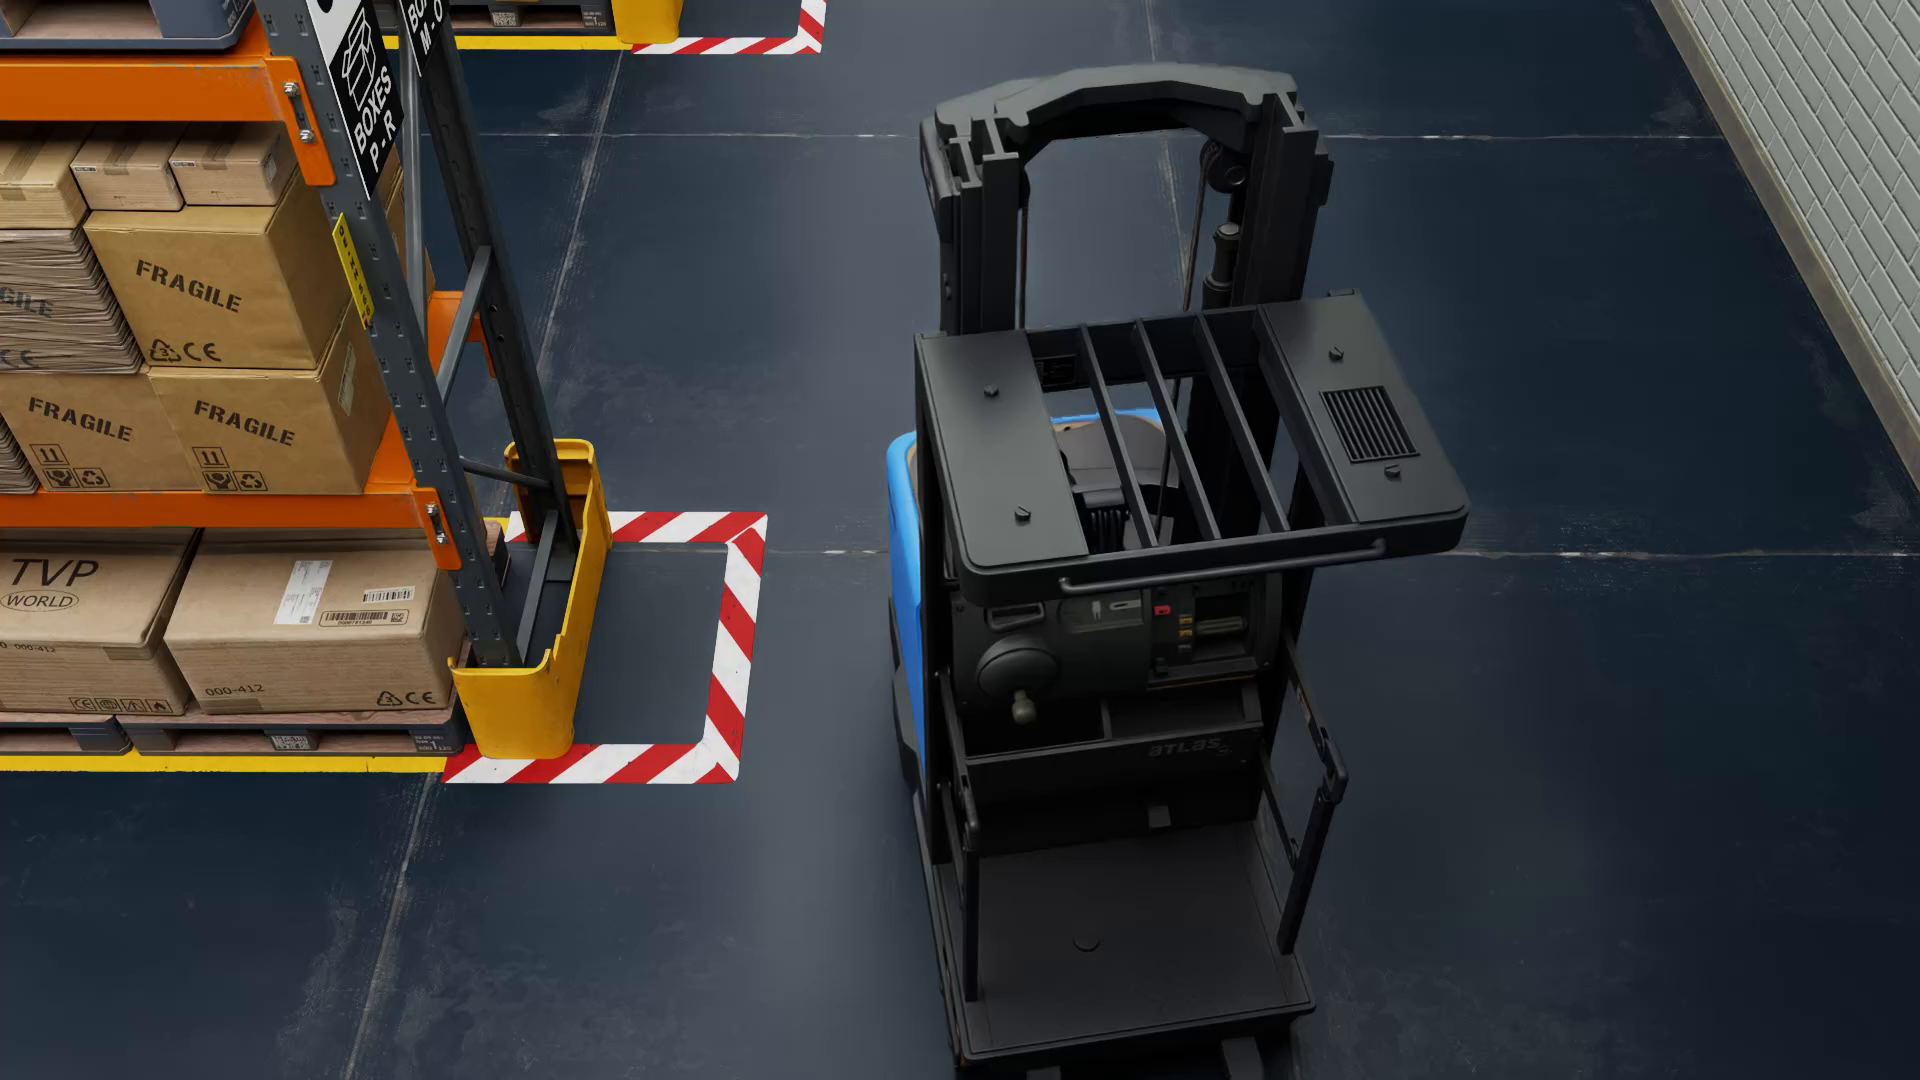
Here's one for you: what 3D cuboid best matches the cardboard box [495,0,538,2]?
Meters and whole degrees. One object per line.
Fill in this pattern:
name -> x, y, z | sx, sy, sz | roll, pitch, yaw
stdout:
cardboard box -> -2.492, -3.219, 9.438 | 0.250, 0.149, 0.380 | 1, 47, 1

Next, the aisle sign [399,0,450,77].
aisle sign -> -1.551, -1.746, 4.631 | 0.004, 0.787, 0.394 | 0, 47, 0

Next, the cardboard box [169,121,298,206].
cardboard box -> -1.984, -1.098, 4.609 | 0.250, 0.149, 0.380 | 1, 47, 1

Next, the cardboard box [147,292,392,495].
cardboard box -> -2.108, -0.490, 5.169 | 0.500, 0.500, 0.500 | 0, 47, 0

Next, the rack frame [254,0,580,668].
rack frame -> -1.625, -0.648, 5.385 | 0.127, 3.000, 1.000 | 0, 47, 0

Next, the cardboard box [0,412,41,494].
cardboard box -> -3.124, -0.496, 5.175 | 0.500, 0.500, 0.500 | 1, 47, 1

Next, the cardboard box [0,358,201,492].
cardboard box -> -2.610, -0.502, 5.181 | 0.500, 0.500, 0.500 | -1, 47, -1

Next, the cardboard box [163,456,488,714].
cardboard box -> -2.285, 0.153, 6.103 | 0.875, 0.438, 0.875 | -1, 47, -1

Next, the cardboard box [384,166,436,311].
cardboard box -> -2.103, -0.894, 5.545 | 0.500, 0.500, 0.500 | 0, 47, 0

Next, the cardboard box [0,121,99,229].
cardboard box -> -2.497, -1.020, 4.537 | 0.250, 0.149, 0.380 | 0, 47, 0

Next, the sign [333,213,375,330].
sign -> -1.640, -0.726, 4.505 | 0.005, 0.325, 0.100 | 0, 47, 0

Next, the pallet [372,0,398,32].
pallet -> -3.812, -3.355, 9.810 | 1.213, 0.211, 1.003 | 0, 47, 0

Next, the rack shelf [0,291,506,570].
rack shelf -> -3.625, -0.408, 5.653 | 4.000, 0.370, 1.077 | 0, 47, 0

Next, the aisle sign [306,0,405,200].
aisle sign -> -1.554, -1.307, 4.222 | 0.004, 0.787, 0.394 | 0, 47, 0

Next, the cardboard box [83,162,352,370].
cardboard box -> -2.107, -0.850, 4.821 | 0.500, 0.500, 0.500 | 2, 47, 1

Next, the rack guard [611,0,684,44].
rack guard -> -1.783, -3.420, 9.673 | 0.348, 0.500, 1.175 | 0, 47, 0

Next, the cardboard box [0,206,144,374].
cardboard box -> -2.630, -0.830, 4.803 | 0.500, 0.500, 0.500 | 0, 47, 0

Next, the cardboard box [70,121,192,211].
cardboard box -> -2.238, -1.081, 4.594 | 0.250, 0.149, 0.380 | 1, 47, 1

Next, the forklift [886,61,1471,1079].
forklift -> 0.475, 0.376, 4.478 | 1.130, 2.935, 3.031 | -7, 47, -6

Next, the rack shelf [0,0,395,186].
rack shelf -> -3.625, -1.430, 4.555 | 4.000, 0.370, 1.077 | 0, 47, 0

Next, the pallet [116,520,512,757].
pallet -> -2.424, 0.357, 6.354 | 1.213, 0.211, 1.003 | 0, 47, 0

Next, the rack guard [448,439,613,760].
rack guard -> -1.601, 0.204, 6.300 | 0.348, 0.500, 1.175 | 0, 47, 0

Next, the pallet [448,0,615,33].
pallet -> -2.595, -3.350, 9.805 | 1.213, 0.211, 1.003 | 0, 47, 0

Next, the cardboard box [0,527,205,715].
cardboard box -> -3.200, 0.157, 6.099 | 0.875, 0.438, 0.875 | 1, 47, 1

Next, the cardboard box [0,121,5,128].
cardboard box -> -2.748, -1.051, 4.566 | 0.250, 0.149, 0.380 | 1, 47, 1

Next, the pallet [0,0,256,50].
pallet -> -2.366, -1.634, 4.314 | 1.213, 0.211, 1.003 | 0, 47, 0

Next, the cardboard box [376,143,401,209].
cardboard box -> -2.103, -1.233, 5.178 | 0.500, 0.500, 0.500 | -1, 47, -1

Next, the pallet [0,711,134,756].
pallet -> -3.641, 0.352, 6.359 | 1.213, 0.211, 1.003 | 0, 47, 0
